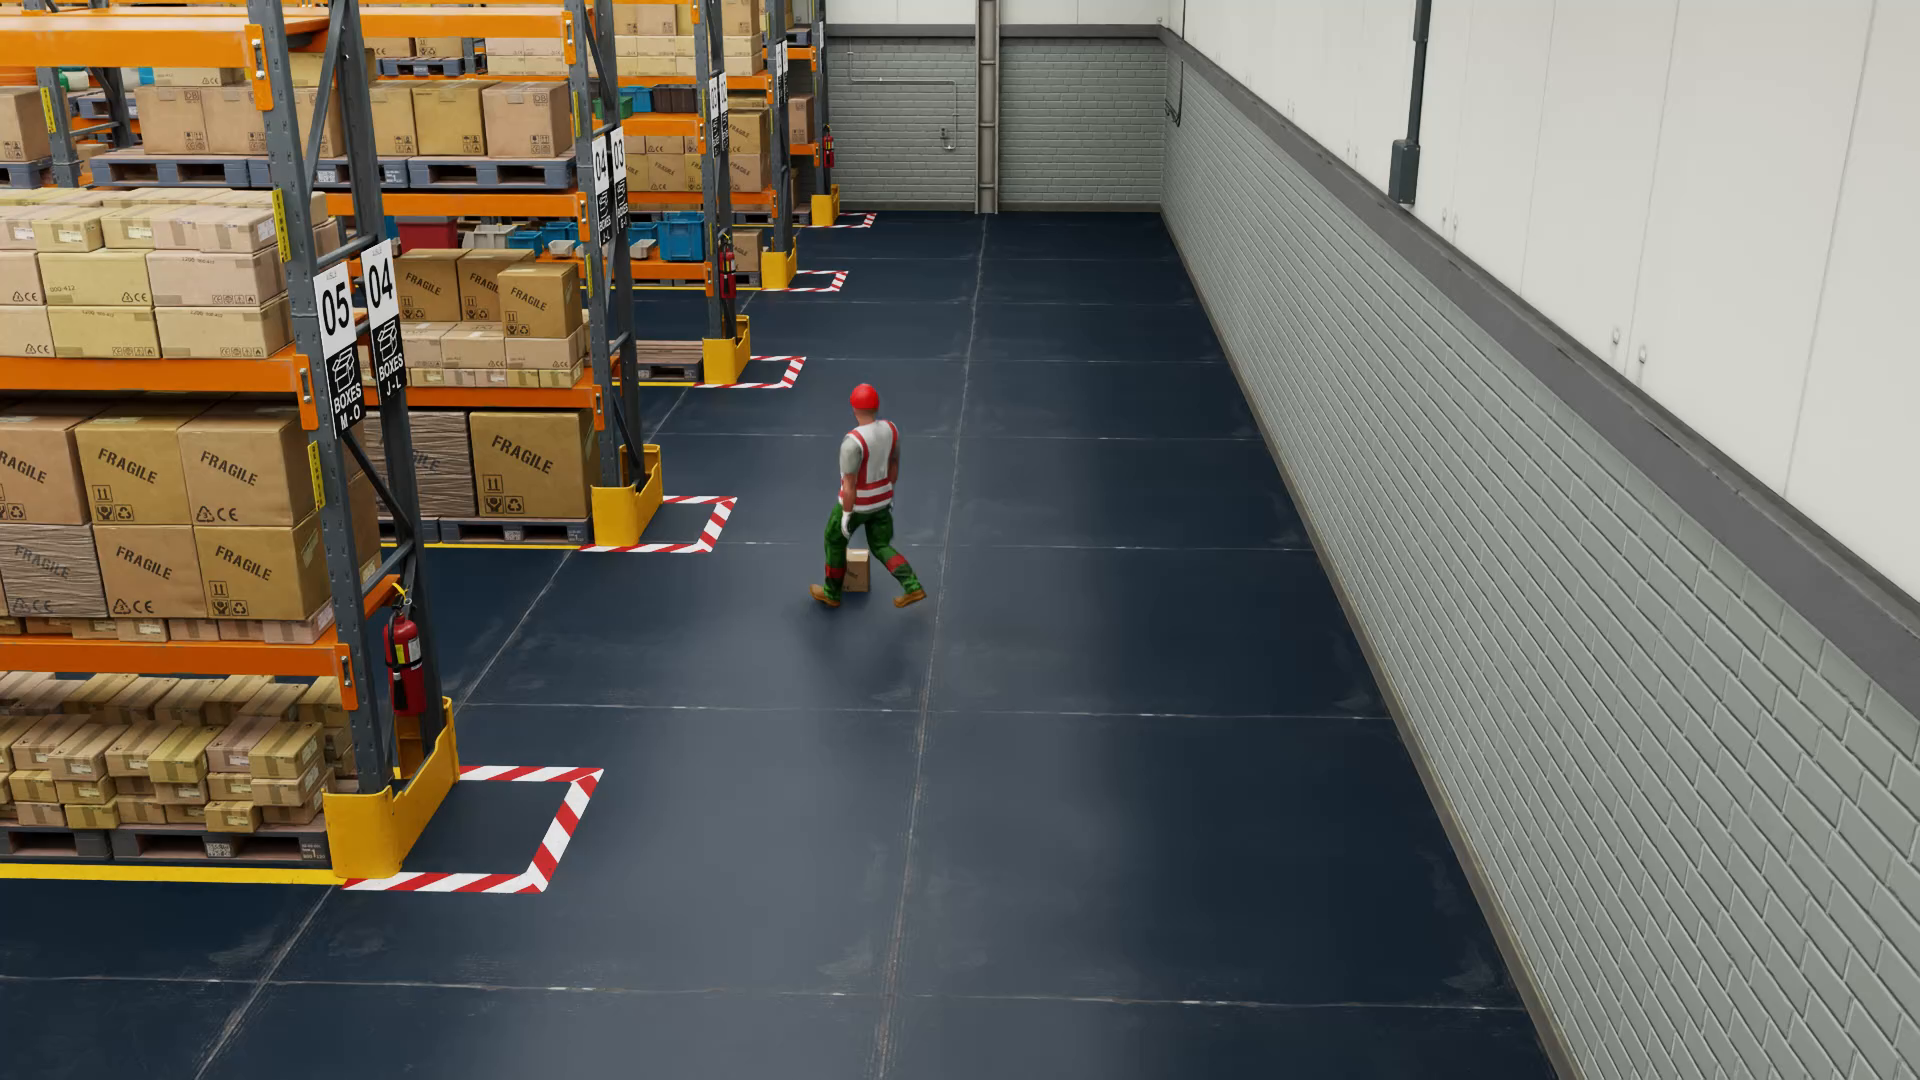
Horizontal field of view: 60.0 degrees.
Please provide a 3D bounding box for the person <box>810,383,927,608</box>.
[{"bbox_3d":[-0.700,-0.292,11.874,0.573,1.738,0.975,-18,27,-40],"label":"person"}]
